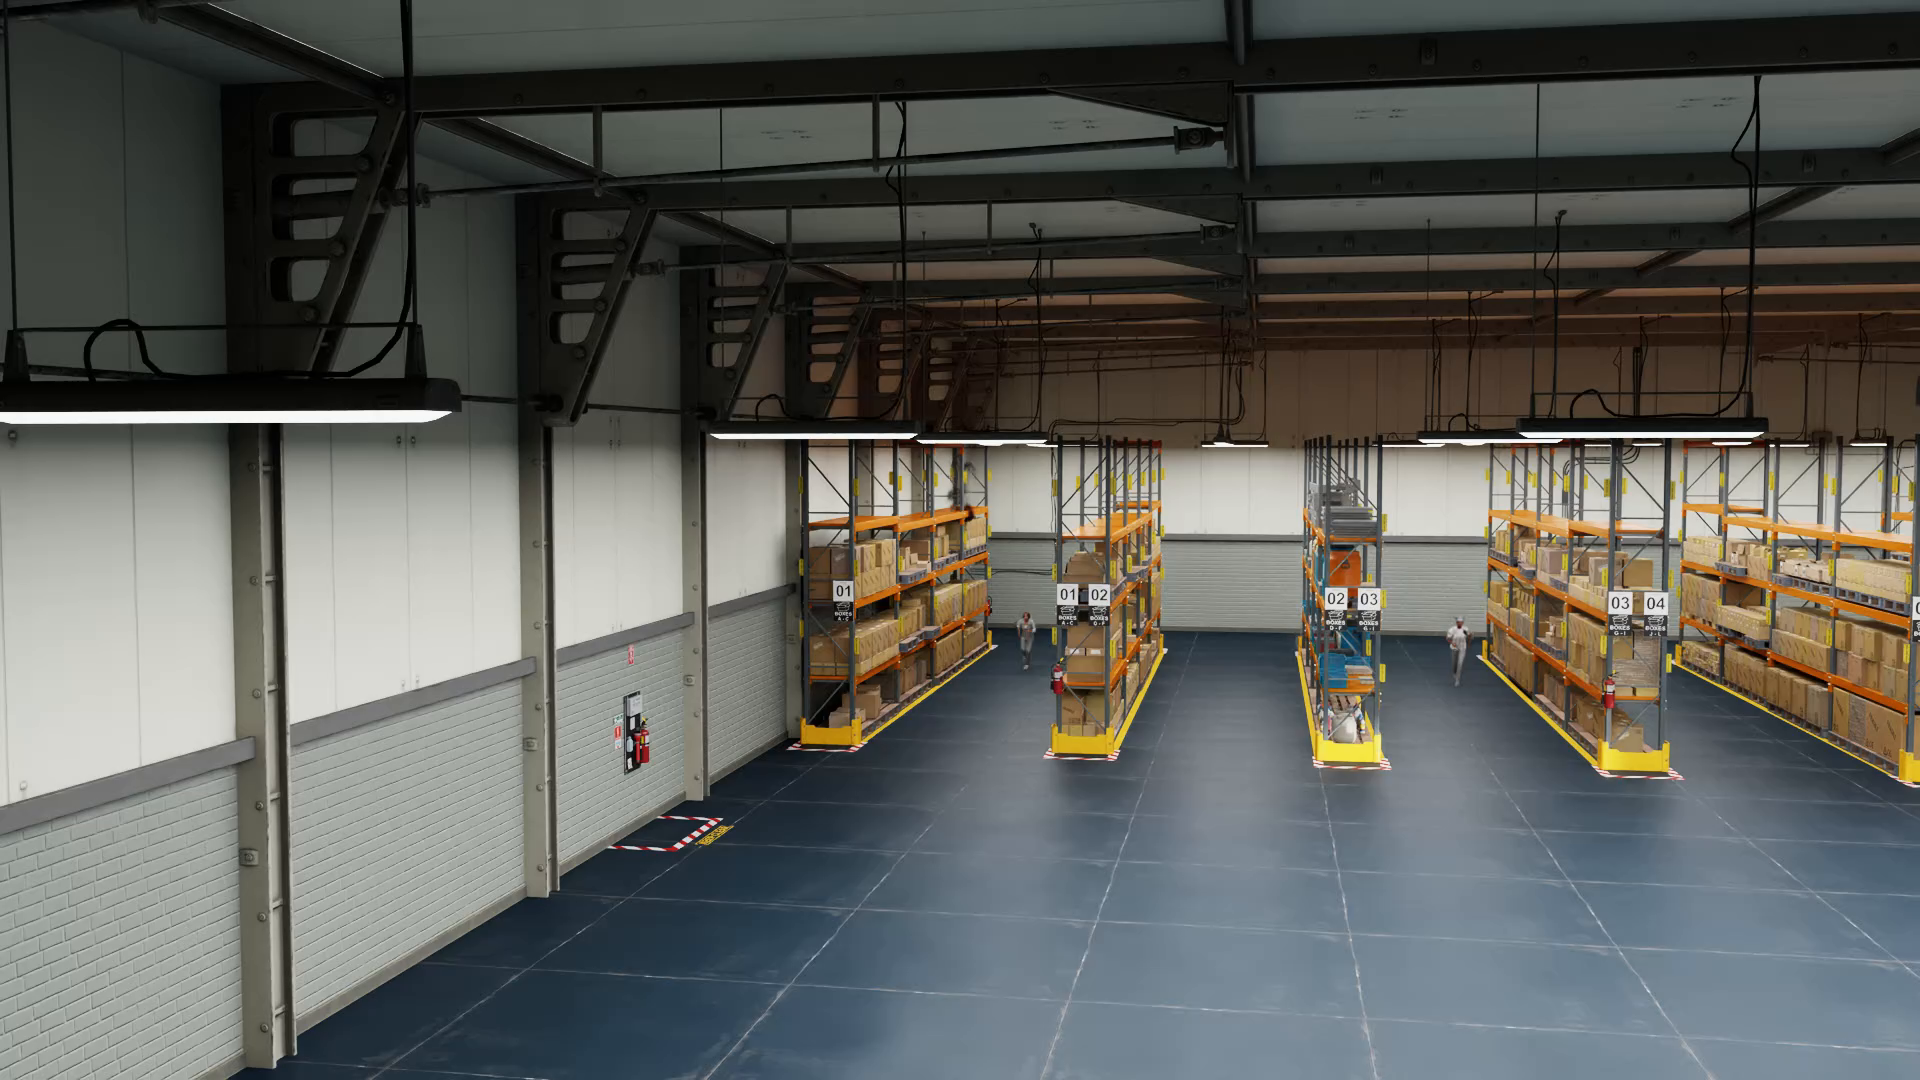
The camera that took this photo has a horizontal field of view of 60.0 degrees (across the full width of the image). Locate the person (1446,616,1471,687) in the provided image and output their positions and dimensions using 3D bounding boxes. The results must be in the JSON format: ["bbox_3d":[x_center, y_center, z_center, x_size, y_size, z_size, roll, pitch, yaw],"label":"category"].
[{"bbox_3d":[12.195,2.690,40.671,0.598,1.691,0.956,1,3,13],"label":"person"}]

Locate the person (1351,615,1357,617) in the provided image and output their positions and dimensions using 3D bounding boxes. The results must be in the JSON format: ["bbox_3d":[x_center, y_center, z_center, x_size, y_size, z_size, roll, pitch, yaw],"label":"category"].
[{"bbox_3d":[10.963,2.319,47.065,0.853,1.758,0.697,1,3,18],"label":"person"}]

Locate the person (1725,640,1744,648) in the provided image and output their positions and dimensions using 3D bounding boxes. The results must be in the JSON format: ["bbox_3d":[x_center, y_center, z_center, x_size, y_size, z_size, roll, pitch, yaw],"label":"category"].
[{"bbox_3d":[20.973,2.430,44.903,0.759,1.789,0.783,-3,4,-40],"label":"person"}]

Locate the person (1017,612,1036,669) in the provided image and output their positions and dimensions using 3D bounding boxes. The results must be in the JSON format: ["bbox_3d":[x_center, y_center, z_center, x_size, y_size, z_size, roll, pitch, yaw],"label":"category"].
[{"bbox_3d":[1.722,2.619,43.371,0.525,1.519,0.722,0,3,7],"label":"person"}]
